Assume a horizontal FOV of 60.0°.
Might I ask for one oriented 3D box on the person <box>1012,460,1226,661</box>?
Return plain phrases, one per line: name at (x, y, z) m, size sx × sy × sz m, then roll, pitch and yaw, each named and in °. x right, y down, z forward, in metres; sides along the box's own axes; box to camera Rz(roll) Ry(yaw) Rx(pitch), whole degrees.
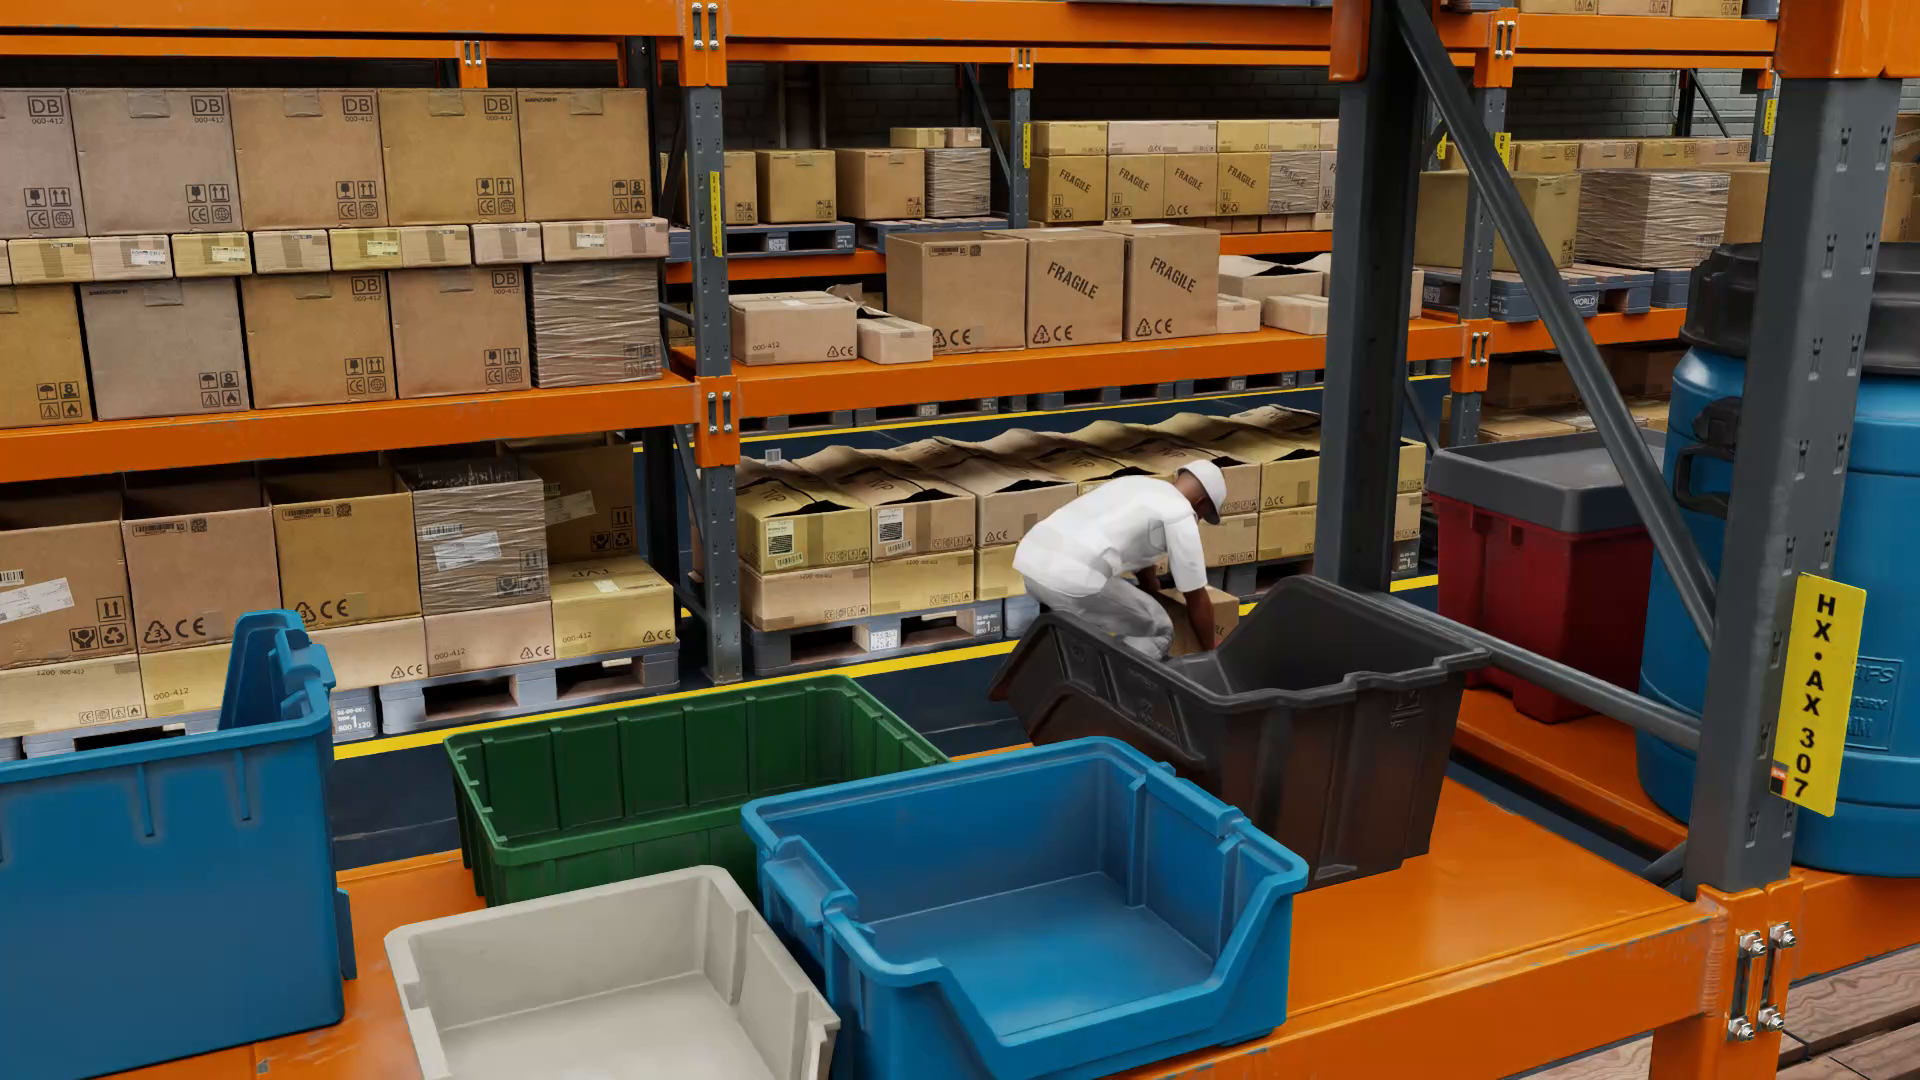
person at (0.662, 0.212, 6.654) m, size 0.948 × 1.006 × 0.526 m, roll -8°, pitch 17°, yaw -28°
